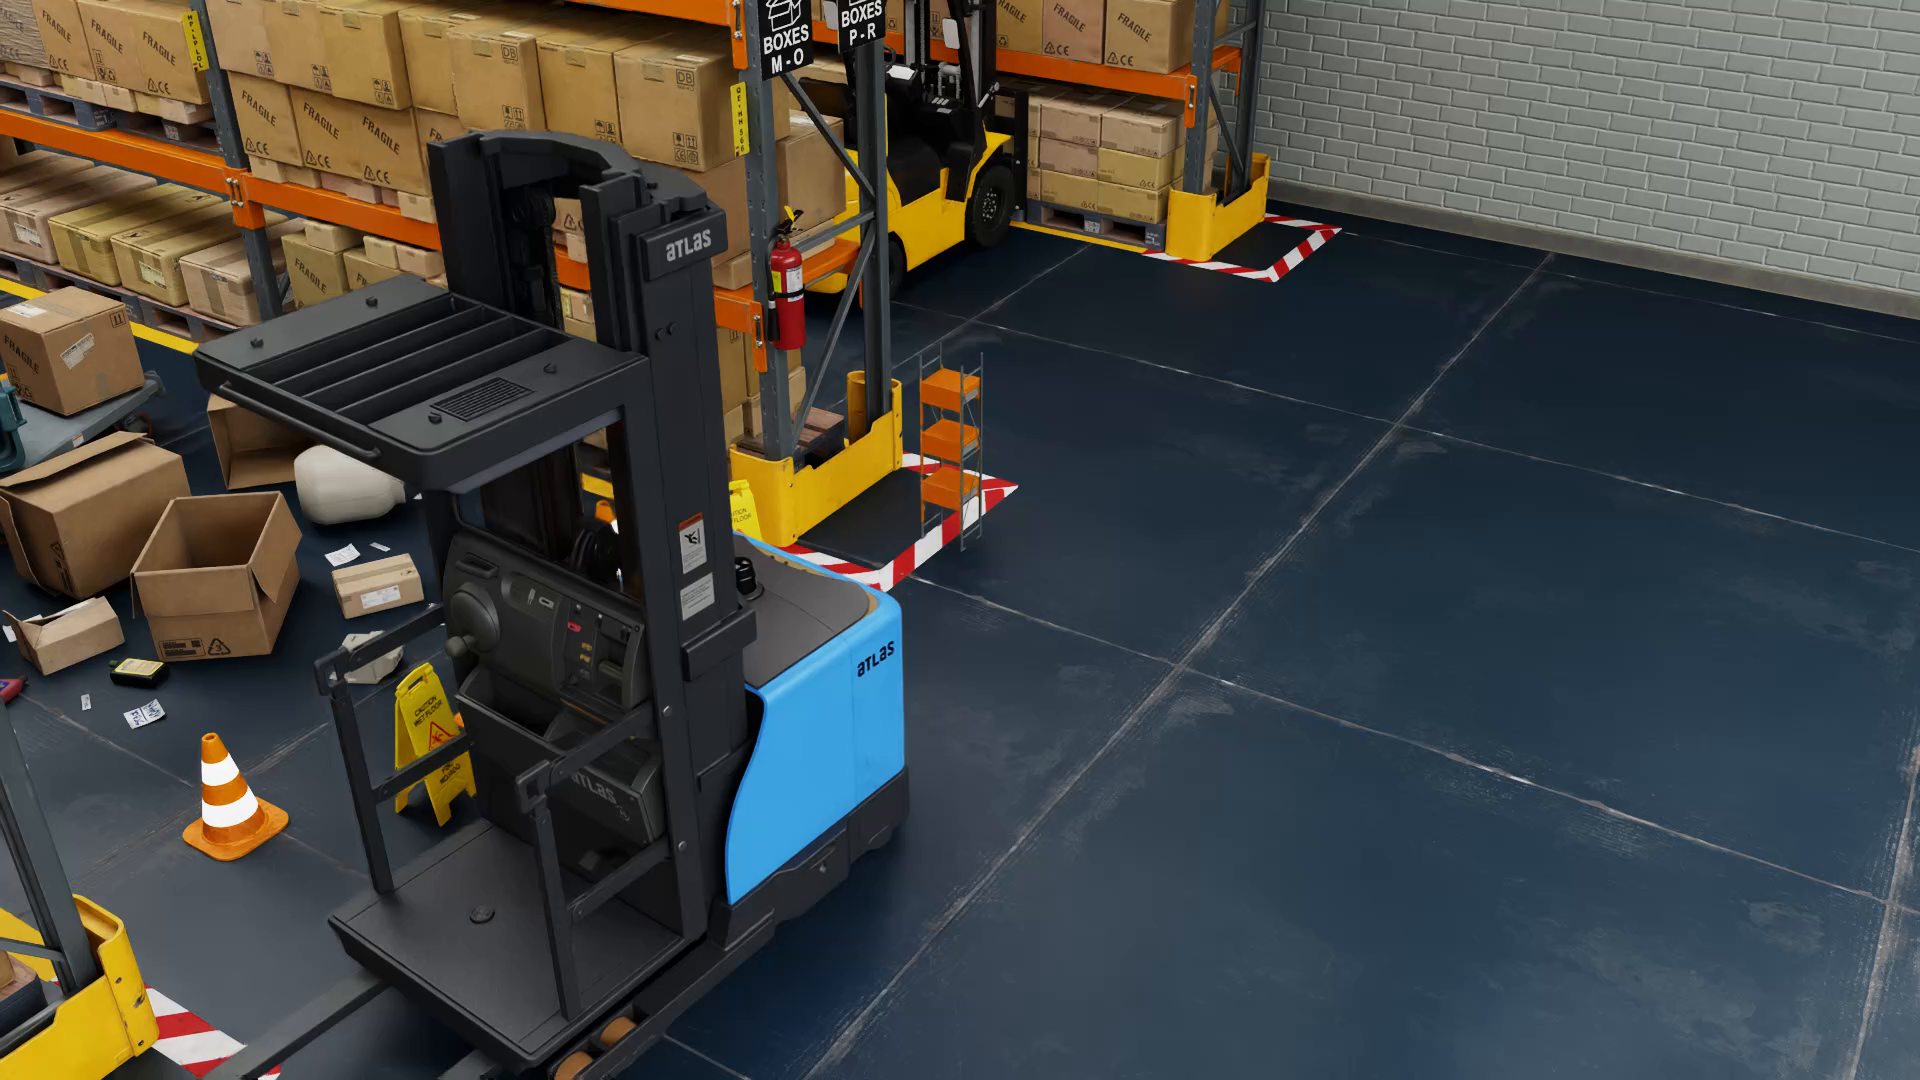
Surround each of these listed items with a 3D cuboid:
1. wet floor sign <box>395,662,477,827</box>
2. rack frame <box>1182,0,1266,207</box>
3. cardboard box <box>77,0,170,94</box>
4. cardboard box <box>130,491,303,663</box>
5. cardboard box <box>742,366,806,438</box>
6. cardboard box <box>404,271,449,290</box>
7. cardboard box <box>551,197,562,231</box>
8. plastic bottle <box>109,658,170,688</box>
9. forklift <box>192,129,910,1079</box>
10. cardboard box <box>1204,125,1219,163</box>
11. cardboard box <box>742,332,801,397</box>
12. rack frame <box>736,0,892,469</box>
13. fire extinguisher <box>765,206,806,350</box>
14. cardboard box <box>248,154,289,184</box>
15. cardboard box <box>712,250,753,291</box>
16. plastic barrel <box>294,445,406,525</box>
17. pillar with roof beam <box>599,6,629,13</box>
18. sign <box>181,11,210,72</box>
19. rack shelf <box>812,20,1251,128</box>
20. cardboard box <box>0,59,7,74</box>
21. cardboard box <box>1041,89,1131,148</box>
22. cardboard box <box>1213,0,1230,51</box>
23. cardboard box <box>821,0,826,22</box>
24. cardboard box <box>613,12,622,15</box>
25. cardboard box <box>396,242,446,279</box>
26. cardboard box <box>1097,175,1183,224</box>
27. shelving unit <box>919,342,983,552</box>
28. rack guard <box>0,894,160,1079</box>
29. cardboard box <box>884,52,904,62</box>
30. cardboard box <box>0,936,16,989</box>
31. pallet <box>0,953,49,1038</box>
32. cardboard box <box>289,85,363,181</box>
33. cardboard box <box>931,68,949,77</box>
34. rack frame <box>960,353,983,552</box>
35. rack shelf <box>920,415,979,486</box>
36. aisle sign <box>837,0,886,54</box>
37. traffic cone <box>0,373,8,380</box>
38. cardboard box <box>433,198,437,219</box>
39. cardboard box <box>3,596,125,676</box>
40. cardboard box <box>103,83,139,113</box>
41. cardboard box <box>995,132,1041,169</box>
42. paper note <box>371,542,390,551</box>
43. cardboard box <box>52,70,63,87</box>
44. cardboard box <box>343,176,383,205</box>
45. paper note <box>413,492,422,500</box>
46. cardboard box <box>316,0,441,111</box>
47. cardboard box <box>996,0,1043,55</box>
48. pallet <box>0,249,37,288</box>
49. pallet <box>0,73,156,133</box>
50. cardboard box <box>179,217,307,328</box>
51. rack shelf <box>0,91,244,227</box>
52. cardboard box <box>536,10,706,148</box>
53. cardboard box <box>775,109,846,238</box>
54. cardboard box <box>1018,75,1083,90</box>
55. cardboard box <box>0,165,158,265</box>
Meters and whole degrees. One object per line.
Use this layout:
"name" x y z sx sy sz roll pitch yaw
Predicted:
"wet floor sign" -2.162 0.803 6.734 0.232 0.644 0.267 12 32 19
"rack frame" 1.943 -3.636 12.006 0.127 3.000 1.000 18 35 27
"cardboard box" -5.015 -3.099 10.275 0.500 0.500 0.500 18 35 28
"cardboard box" -3.526 0.172 7.957 0.637 0.503 0.797 -4 30 -7
"cardboard box" -1.229 -0.845 9.533 0.500 0.250 0.500 17 34 27
"cardboard box" -2.827 -1.355 9.663 0.500 0.500 0.500 20 36 30
"cardboard box" -2.143 -1.988 8.786 0.500 0.500 0.500 17 34 27
"plastic bottle" -3.803 0.606 7.650 0.283 0.061 0.133 6 31 10
"forklift" -1.494 0.328 5.280 1.130 2.935 3.031 21 36 31
"cardboard box" 1.655 -3.060 12.835 0.500 0.250 0.500 18 35 28
"cardboard box" -1.249 -1.175 9.354 0.500 0.500 0.500 16 34 26
"rack frame" -0.693 -1.517 8.373 0.127 3.000 1.000 18 35 27
"fire extinguisher" -0.841 -1.256 8.003 0.183 0.674 0.296 18 35 27
"cardboard box" -3.984 -2.258 9.894 0.250 0.149 0.380 17 34 27
"cardboard box" -1.123 -1.417 8.452 0.250 0.149 0.380 19 35 29
"plastic barrel" -3.247 -0.311 8.863 0.512 0.421 0.421 -9 32 -15
"pillar with roof beam" -5.538 -6.569 11.079 0.400 9.000 9.100 18 35 27
"sign" -4.373 -2.851 9.510 0.005 0.325 0.100 18 35 27
"rack shelf" 0.249 -3.861 13.106 4.000 0.370 1.077 18 35 27
"cardboard box" -6.396 -3.269 11.210 0.250 0.149 0.380 20 36 30
"cardboard box" 0.951 -3.186 12.555 0.500 0.250 0.500 18 35 28
"cardboard box" 1.671 -3.931 12.412 0.500 0.500 0.500 19 35 29
"cardboard box" -0.758 -4.388 13.196 0.500 0.500 0.500 18 35 28
"cardboard box" -3.184 -4.410 15.273 0.625 0.625 0.875 16 34 25
"cardboard box" -2.985 -1.646 9.519 0.250 0.149 0.380 20 36 30
"cardboard box" 1.377 -2.621 12.578 0.500 0.250 0.500 18 35 28
"shelving unit" -0.045 -0.468 8.510 0.252 1.050 0.215 18 35 27
"rack guard" -3.218 1.709 5.324 0.348 0.500 1.175 18 35 27
"cardboard box" -0.488 -3.955 13.872 0.500 0.250 0.500 17 34 27
"cardboard box" -3.848 1.206 5.398 0.875 0.875 0.875 18 35 28
"pallet" -3.958 1.647 5.718 1.213 0.211 1.003 18 35 27
"cardboard box" -3.419 -2.399 9.490 0.500 0.500 0.500 17 34 27
"cardboard box" -0.347 -3.600 13.264 0.500 0.250 0.500 19 35 29
"rack frame" 0.058 -0.435 8.454 0.008 1.050 0.200 18 35 27
"rack shelf" -0.045 -0.459 8.515 0.240 0.259 0.215 18 35 27
"aisle sign" -0.476 -2.755 7.916 0.004 0.787 0.394 18 35 27
"traffic cone" -5.875 -1.227 10.394 0.334 0.463 0.336 18 35 27
"cardboard box" -2.678 -1.856 9.204 0.250 0.149 0.380 17 34 27
"cardboard box" -4.192 0.407 7.789 0.258 0.266 0.396 24 38 35
"cardboard box" -5.115 -2.813 10.428 0.250 0.149 0.380 17 34 27
"cardboard box" 0.497 -3.111 12.922 0.500 0.250 0.500 17 34 26
"paper note" -3.026 0.036 8.678 0.123 0.001 0.032 18 35 27
"cardboard box" -5.688 -3.075 10.877 0.250 0.149 0.380 16 34 26
"cardboard box" -3.311 -2.074 9.577 0.250 0.149 0.380 19 35 29
"paper note" -2.914 -0.262 9.168 0.148 0.019 0.142 6 31 10
"cardboard box" -2.991 -2.689 8.996 0.500 0.500 0.700 17 34 26
"cardboard box" 0.518 -3.979 12.495 0.500 0.500 0.500 17 34 26
"pallet" -6.808 -2.245 12.389 1.213 0.211 1.003 18 35 27
"pallet" -5.770 -3.064 11.216 1.213 0.211 1.003 18 35 27
"cardboard box" -4.526 -1.774 11.005 0.625 0.372 0.950 18 35 28
"rack shelf" -5.775 -2.813 11.309 4.000 0.370 1.077 18 35 27
"cardboard box" -1.666 -2.303 8.334 0.500 0.500 0.700 18 35 28
"cardboard box" -0.947 -1.934 8.693 0.500 0.500 0.500 17 34 27
"cardboard box" 0.793 -3.542 13.165 0.500 0.250 0.500 17 34 27
"cardboard box" -6.366 -2.356 12.003 0.625 0.372 0.950 17 34 26
